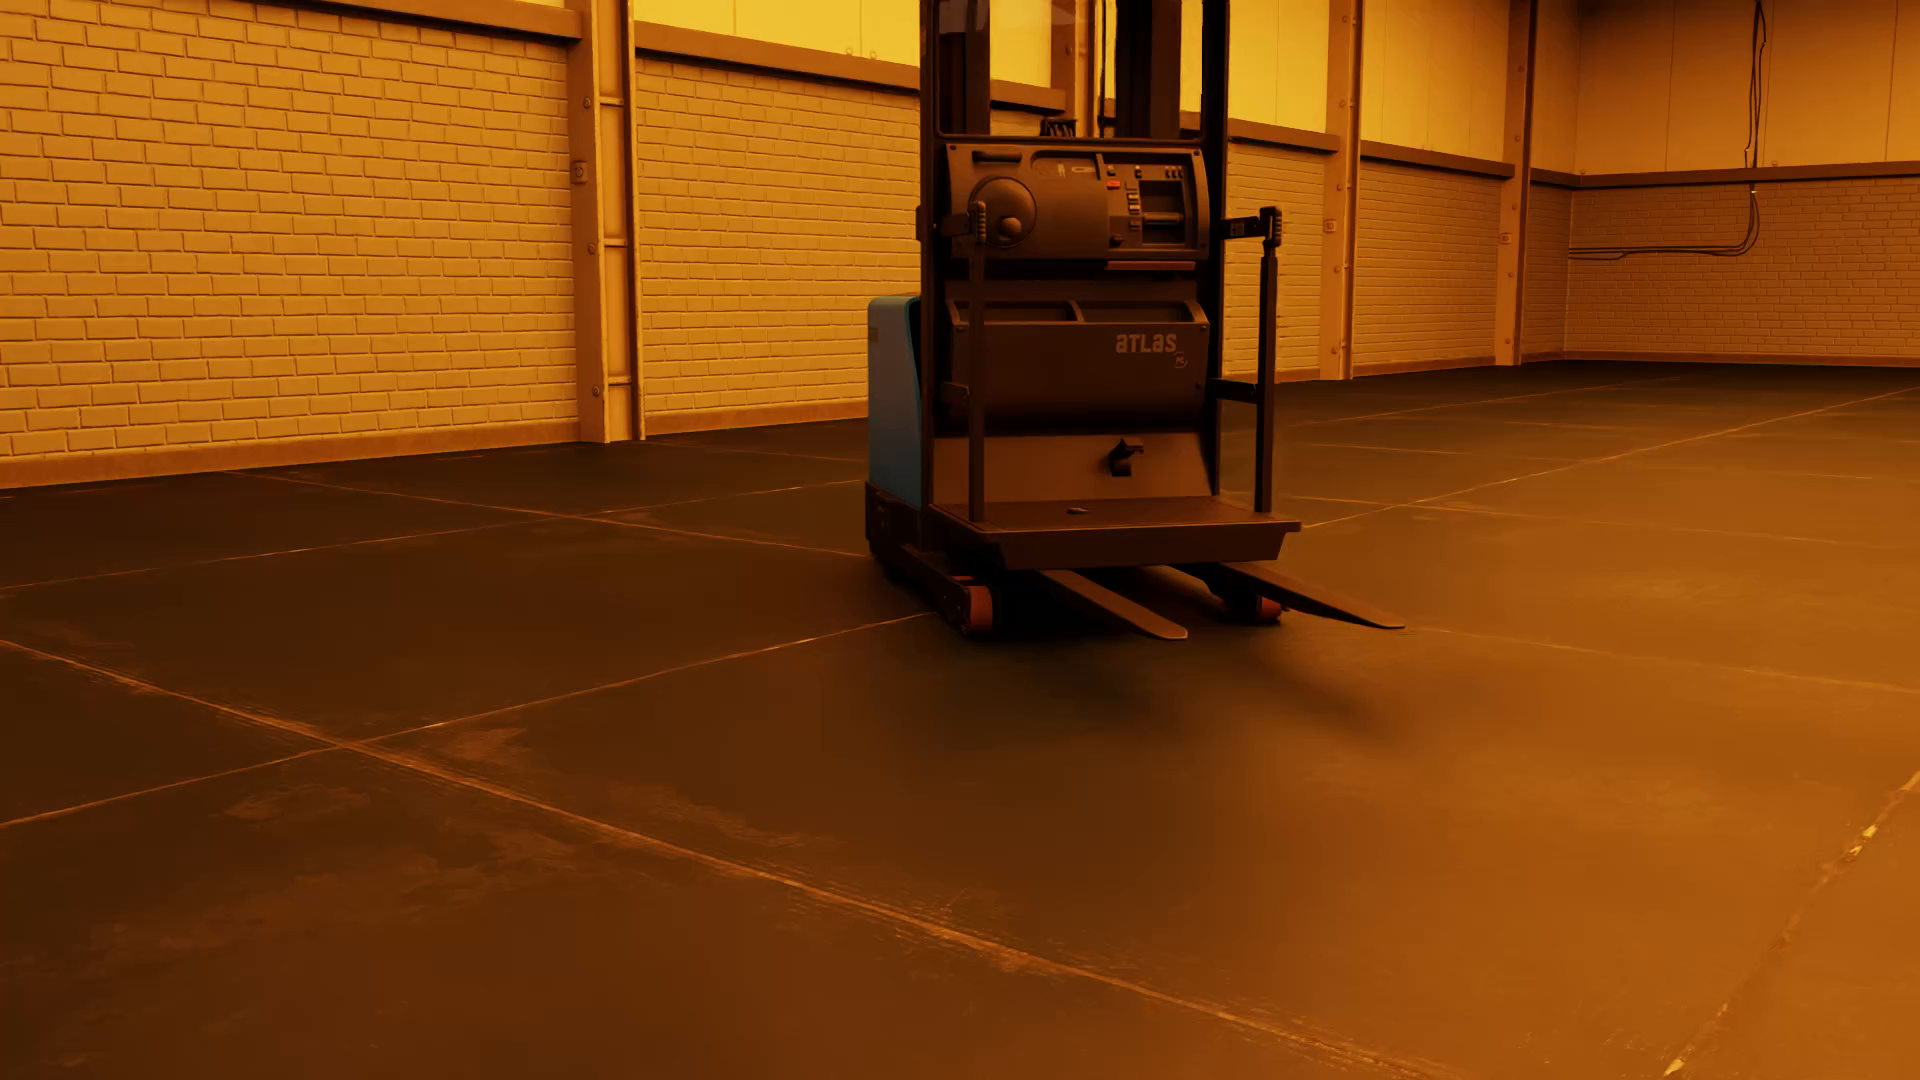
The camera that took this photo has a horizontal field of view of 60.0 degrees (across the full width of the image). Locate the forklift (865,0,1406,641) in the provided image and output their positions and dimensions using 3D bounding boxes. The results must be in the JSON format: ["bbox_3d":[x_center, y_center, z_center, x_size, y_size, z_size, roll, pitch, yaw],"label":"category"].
[{"bbox_3d":[0.465,-1.206,5.523,1.130,2.935,3.031,-2,9,-14],"label":"forklift"}]
